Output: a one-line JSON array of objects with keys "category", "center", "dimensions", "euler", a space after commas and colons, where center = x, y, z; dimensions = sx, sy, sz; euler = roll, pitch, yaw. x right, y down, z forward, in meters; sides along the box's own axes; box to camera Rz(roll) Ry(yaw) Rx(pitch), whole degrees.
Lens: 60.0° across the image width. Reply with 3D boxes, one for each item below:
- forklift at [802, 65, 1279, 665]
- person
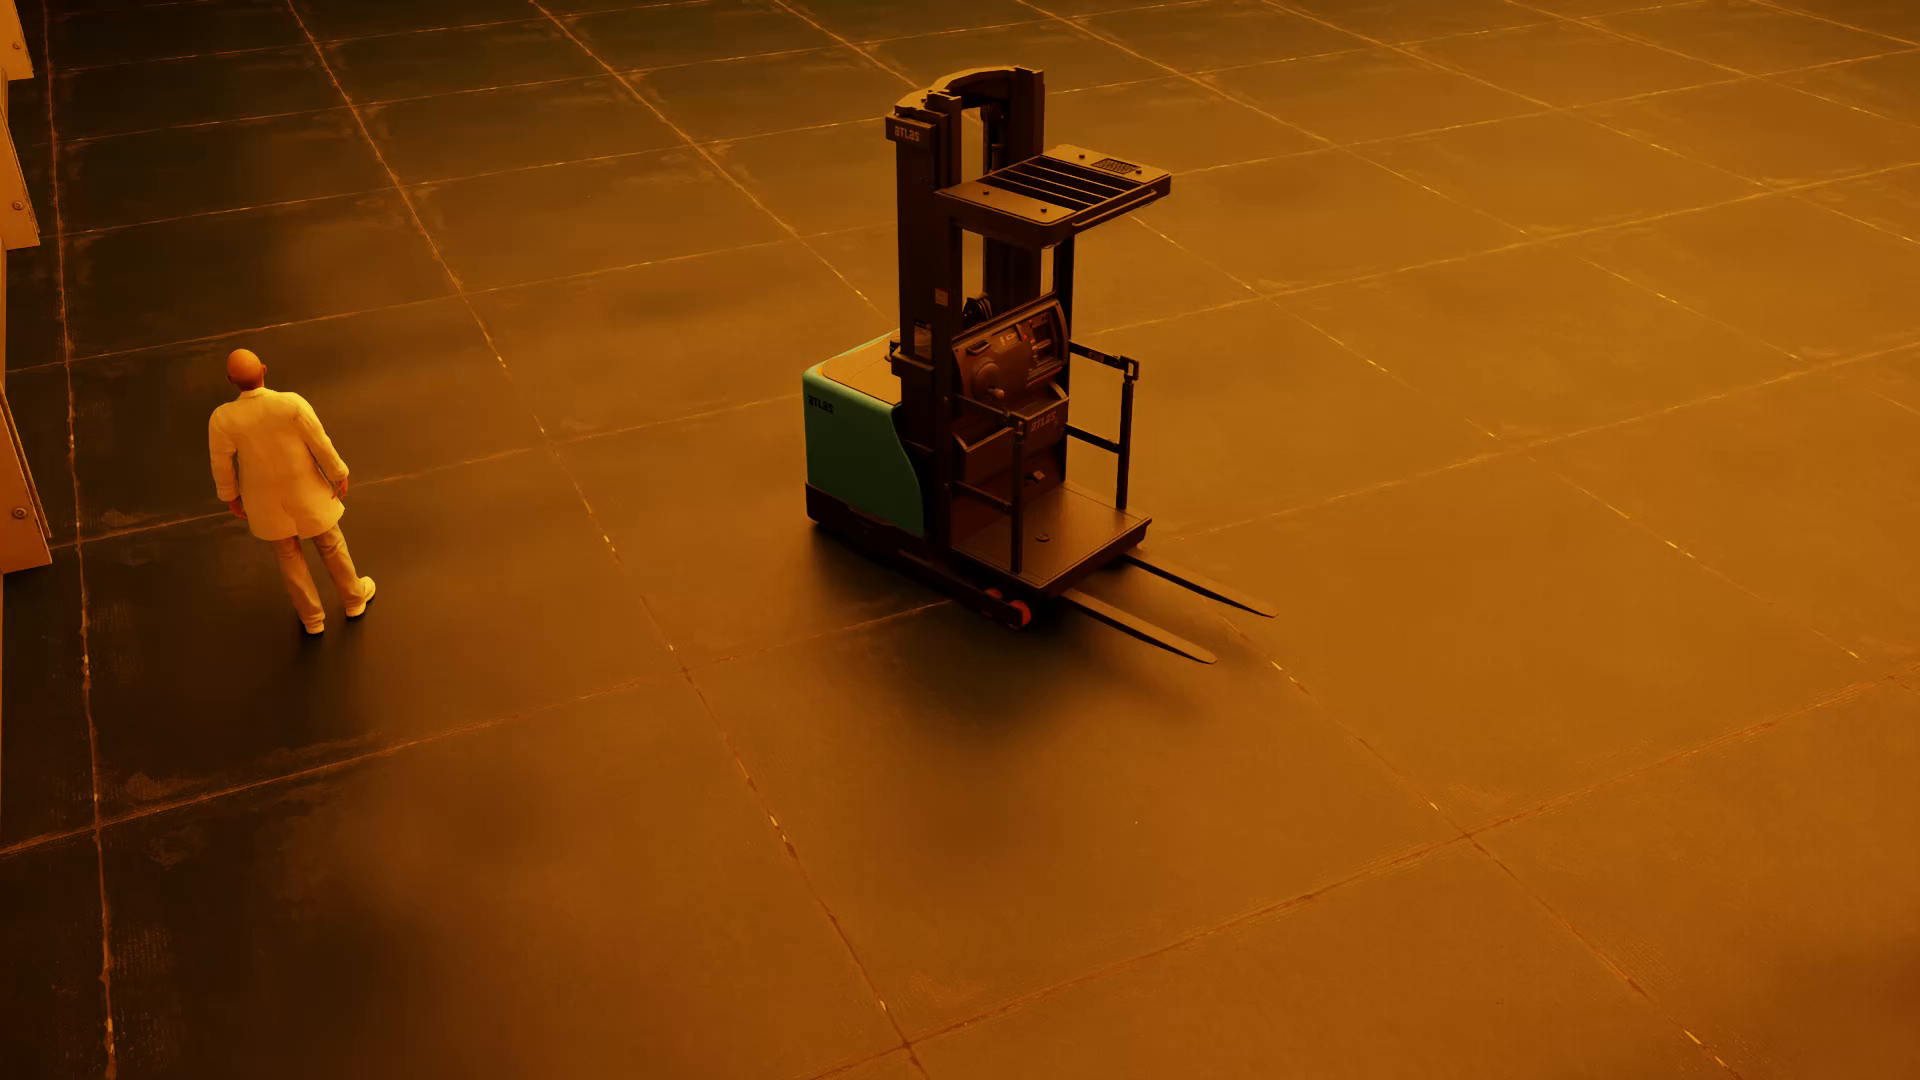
[{"category": "forklift", "center": [0.453, -1.046, 9.396], "dimensions": [3.031, 2.935, 1.130], "euler": [25, 39, 35]}, {"category": "person", "center": [-3.760, -0.310, 9.277], "dimensions": [0.698, 1.777, 0.581], "euler": [-8, 32, -14]}]
